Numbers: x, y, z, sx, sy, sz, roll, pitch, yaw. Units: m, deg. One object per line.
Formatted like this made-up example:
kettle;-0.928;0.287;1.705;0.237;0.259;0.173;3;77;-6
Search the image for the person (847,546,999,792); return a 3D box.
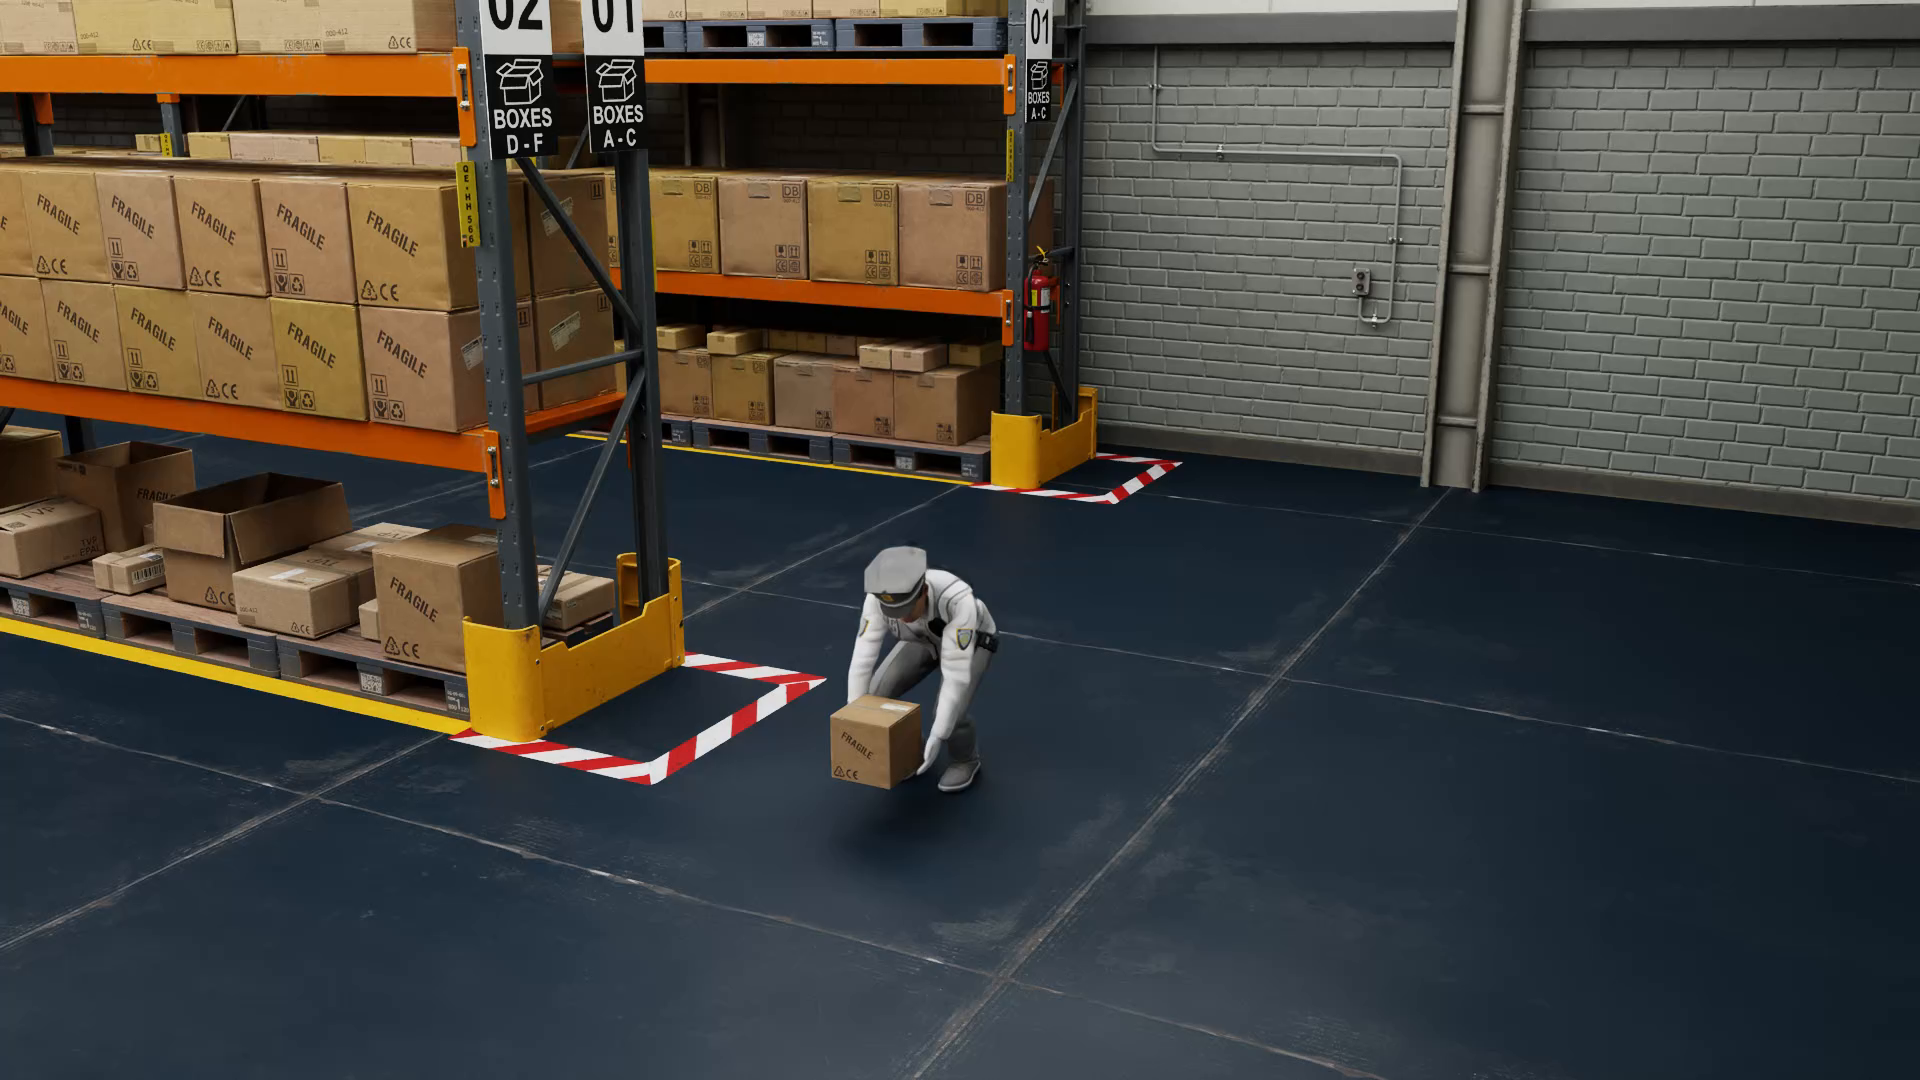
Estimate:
person;-0.121;0.478;6.475;0.501;1.054;0.818;8;18;25
